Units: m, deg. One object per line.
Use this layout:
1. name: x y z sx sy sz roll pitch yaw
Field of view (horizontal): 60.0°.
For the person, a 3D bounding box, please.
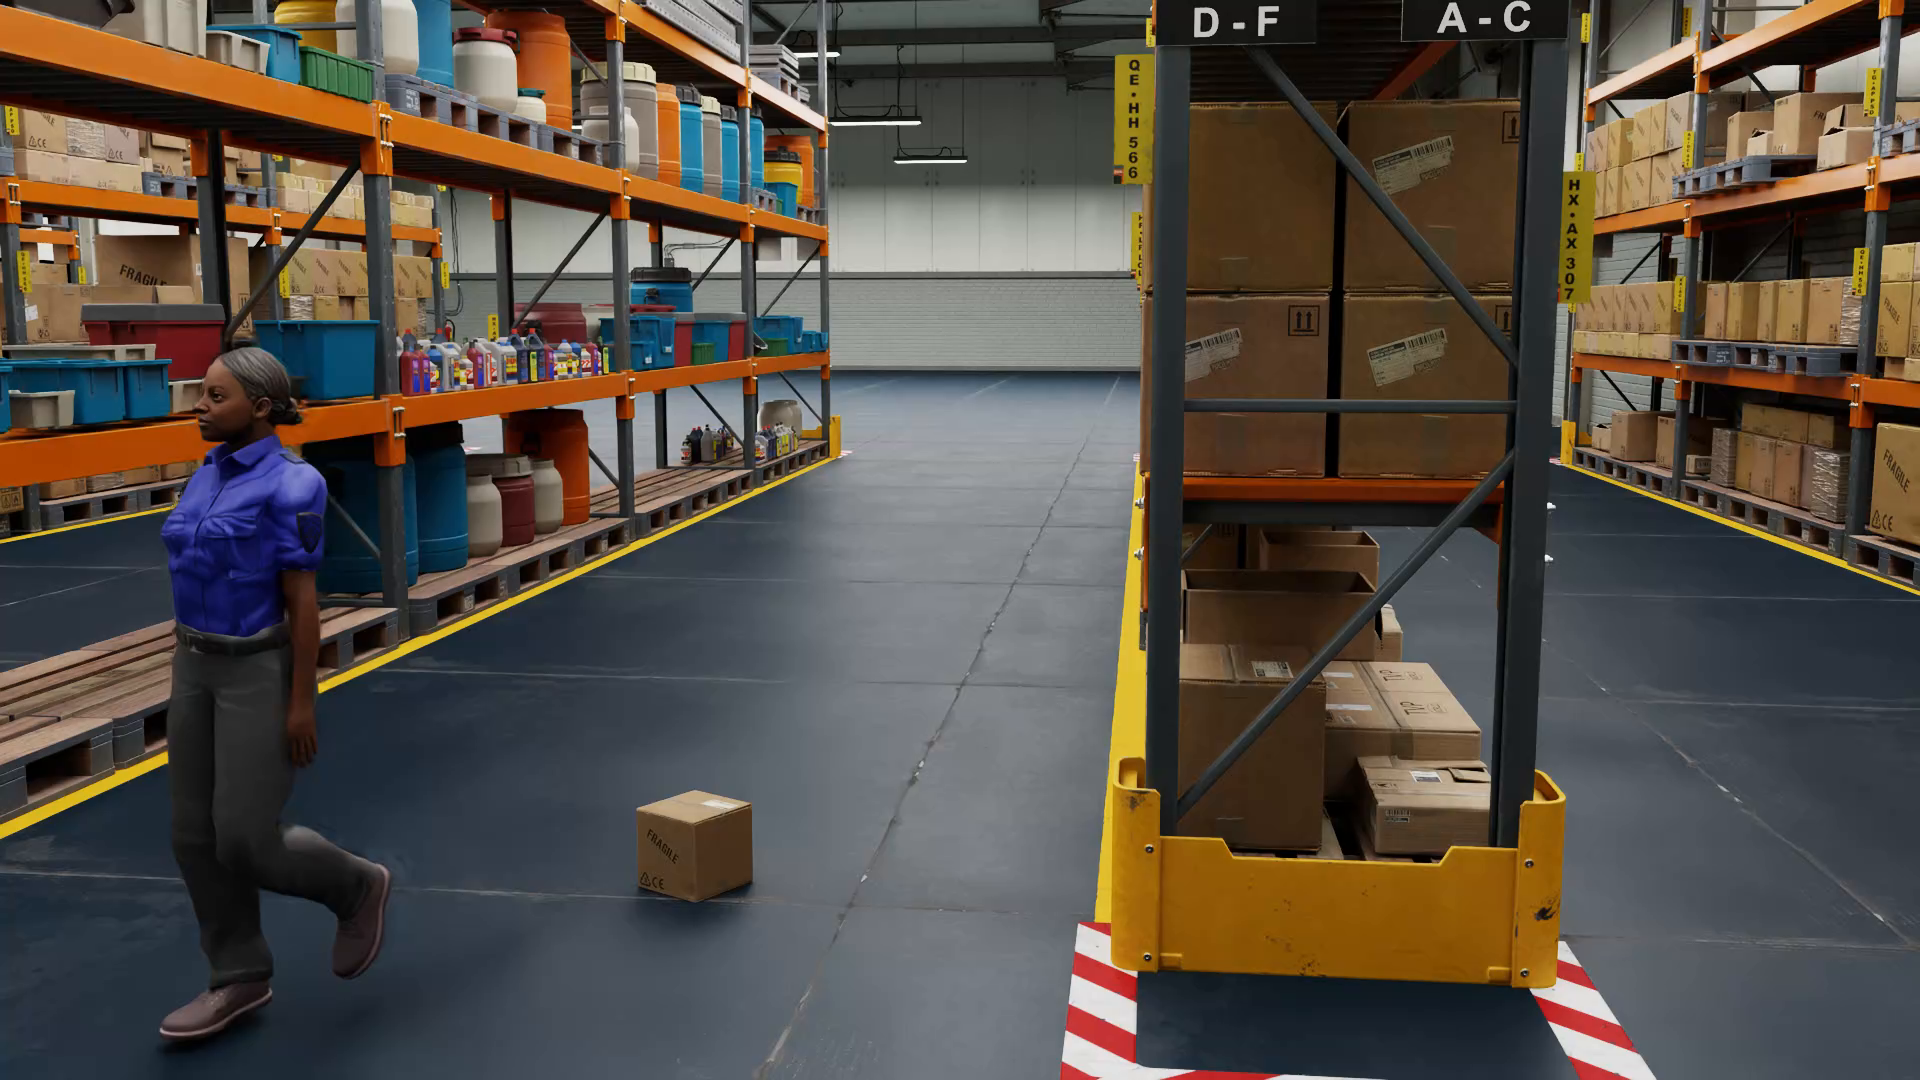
1. person: -1.707 0.356 4.046 0.455 1.642 0.550 4 9 29
